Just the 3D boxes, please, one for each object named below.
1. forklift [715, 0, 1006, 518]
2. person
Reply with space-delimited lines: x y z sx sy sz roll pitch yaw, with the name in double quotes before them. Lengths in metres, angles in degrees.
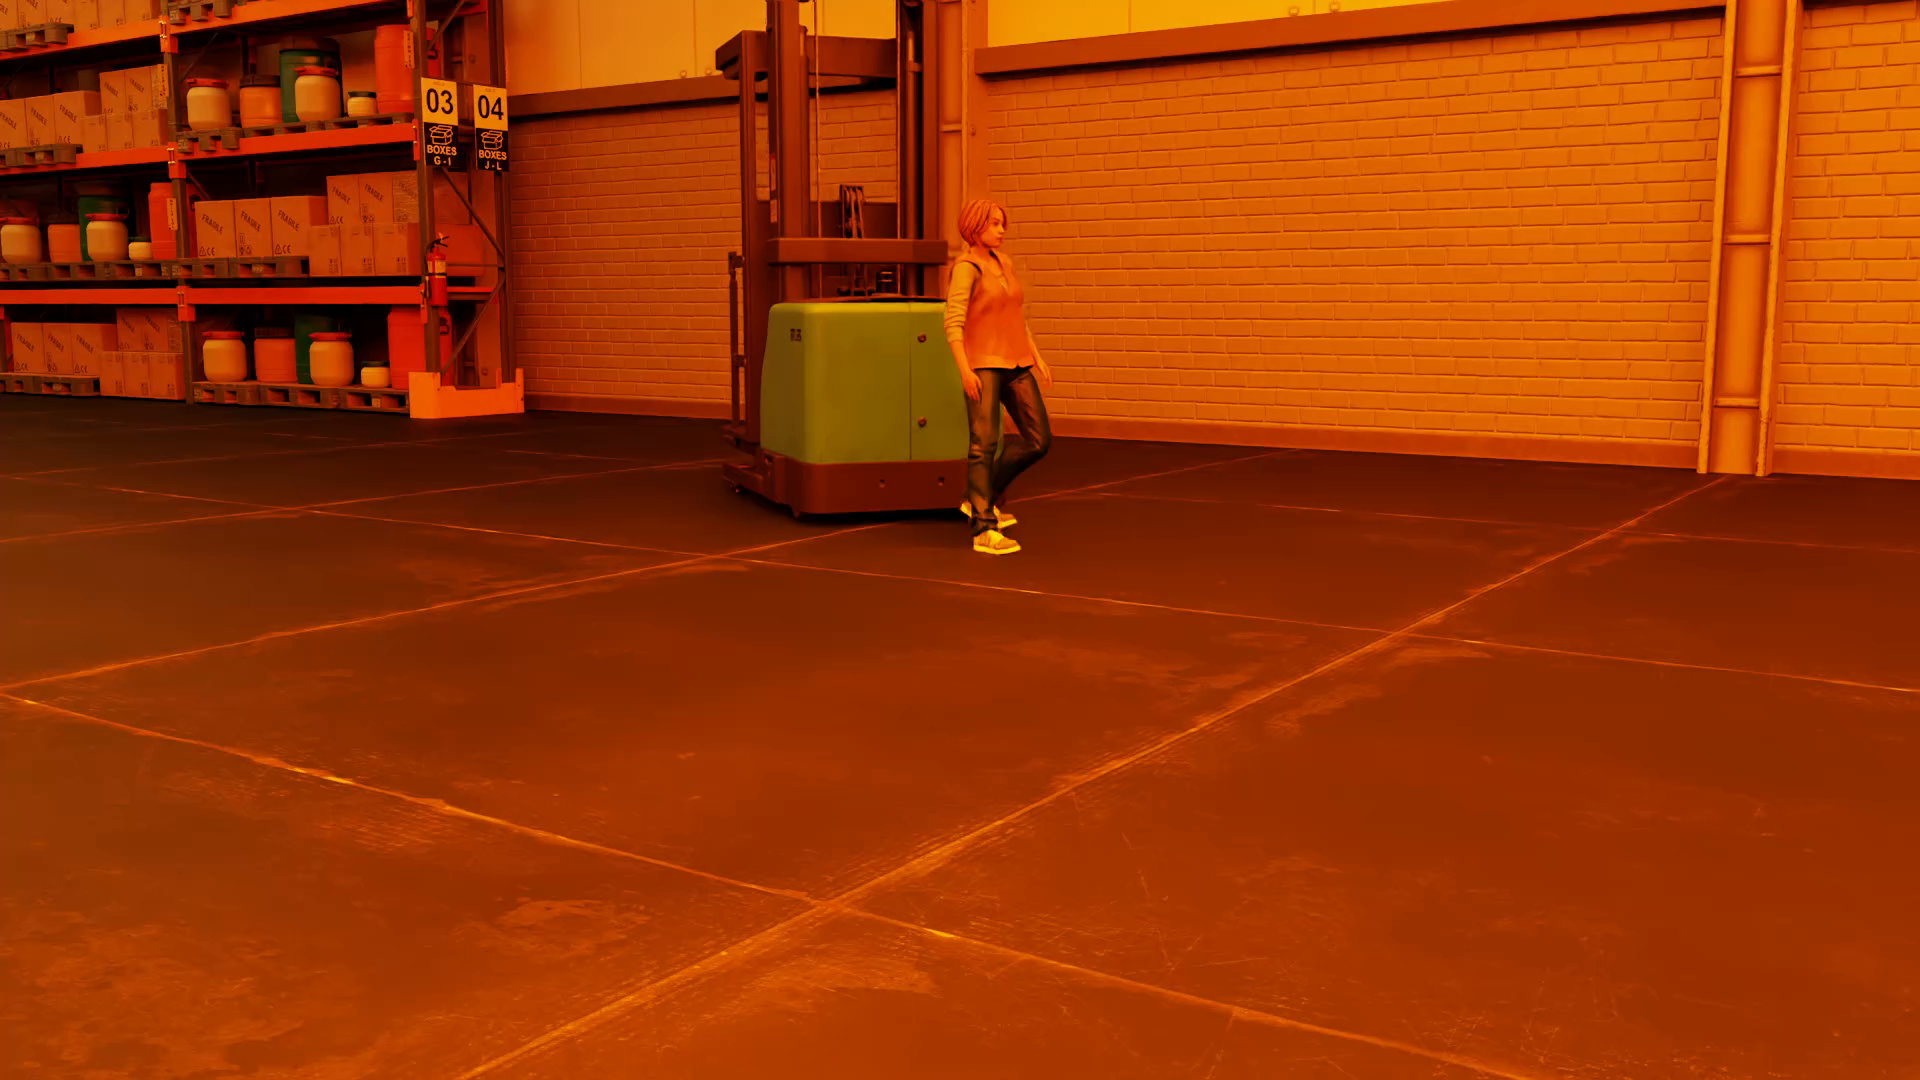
"forklift" -0.736 -1.728 9.341 1.130 2.935 3.031 -3 9 -19
"person" 0.212 -0.744 7.393 0.568 1.543 0.584 7 11 42
